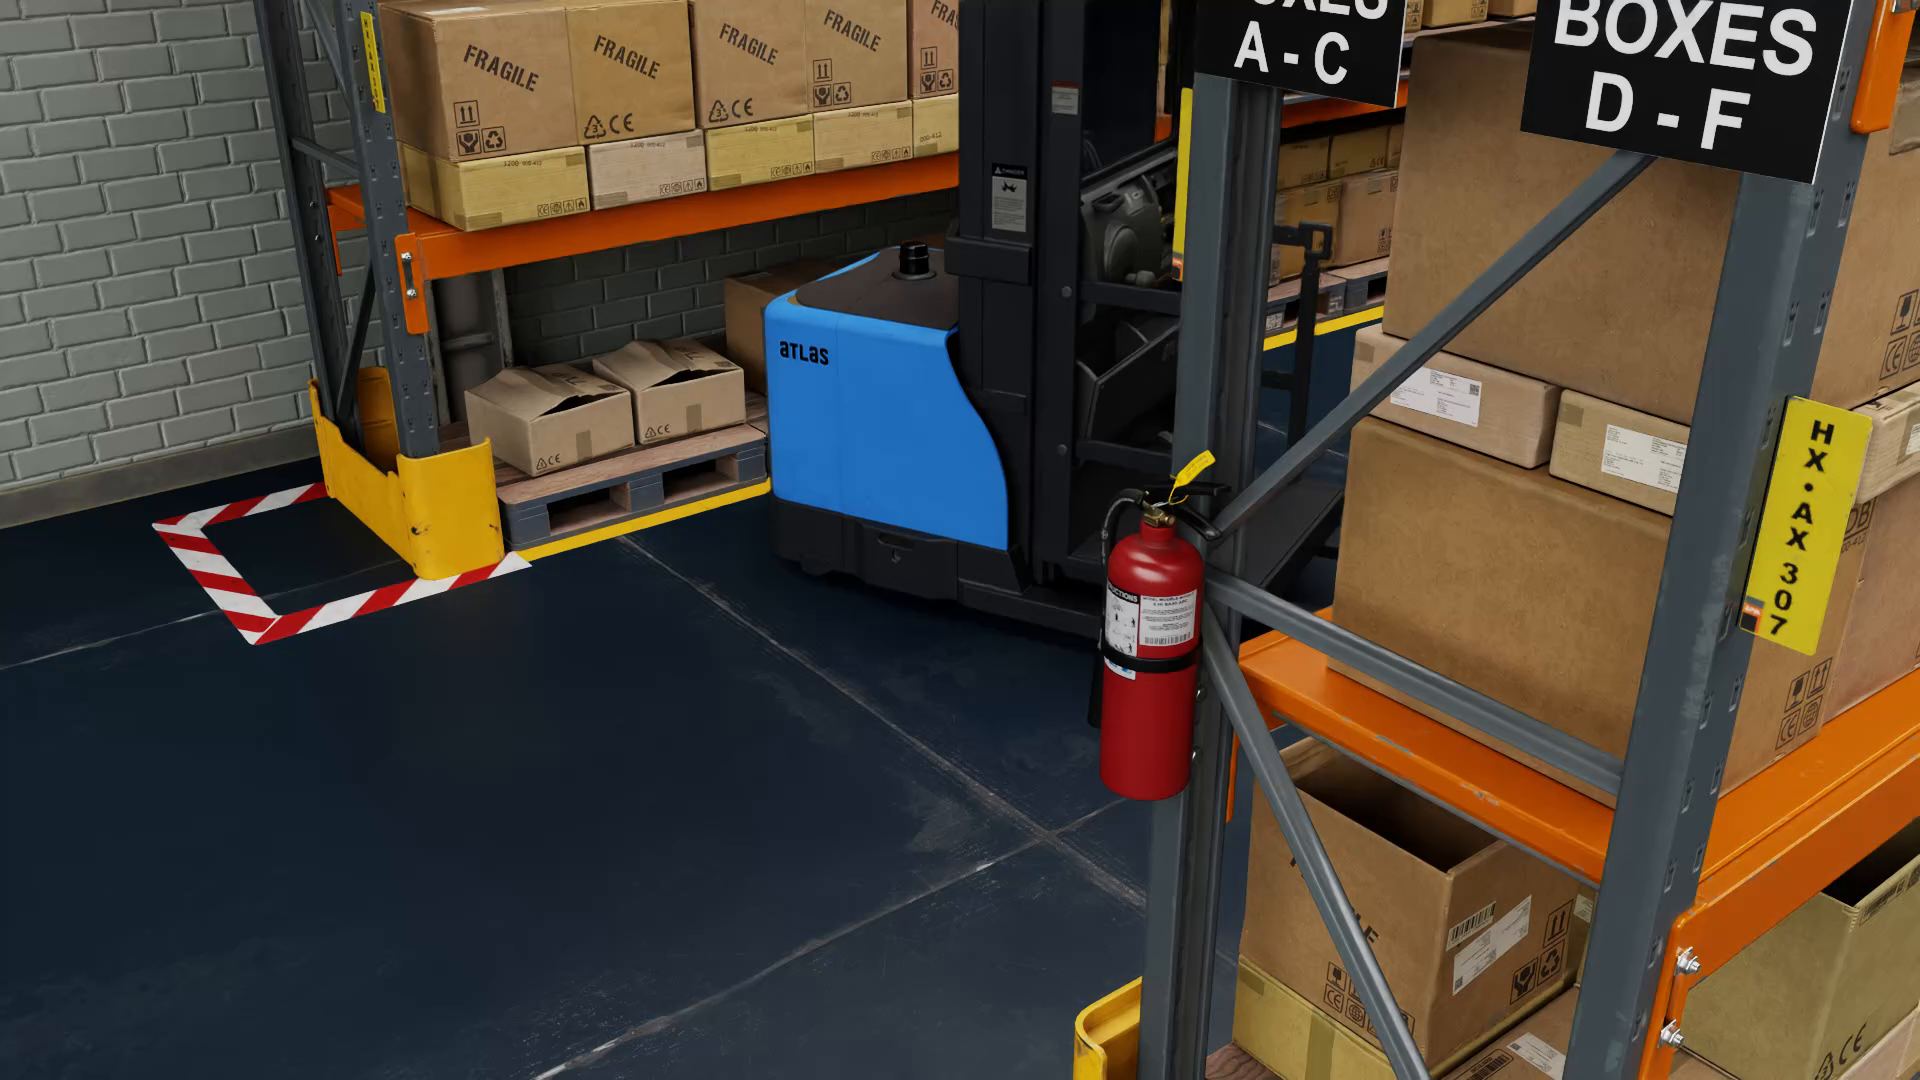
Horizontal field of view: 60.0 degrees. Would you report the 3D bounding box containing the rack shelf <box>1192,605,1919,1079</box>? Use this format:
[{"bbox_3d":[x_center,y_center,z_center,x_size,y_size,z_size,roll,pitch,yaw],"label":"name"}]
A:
[{"bbox_3d":[2.299,0.035,3.966,4.000,0.370,1.077,-18,31,-34],"label":"rack shelf"}]

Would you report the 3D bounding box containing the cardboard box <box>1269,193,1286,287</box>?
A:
[{"bbox_3d":[1.382,-1.714,9.326,0.500,0.500,0.700,-17,30,-32],"label":"cardboard box"}]

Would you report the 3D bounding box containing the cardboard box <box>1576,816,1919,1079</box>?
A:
[{"bbox_3d":[1.677,0.748,3.451,0.500,0.500,0.500,-18,31,-34],"label":"cardboard box"}]

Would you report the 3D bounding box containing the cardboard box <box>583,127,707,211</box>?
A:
[{"bbox_3d":[-1.355,-1.514,6.604,0.500,0.250,0.500,-19,31,-36],"label":"cardboard box"}]

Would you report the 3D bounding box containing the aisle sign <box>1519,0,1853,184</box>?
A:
[{"bbox_3d":[0.862,-0.833,1.893,0.004,0.787,0.394,-18,31,-34],"label":"aisle sign"}]

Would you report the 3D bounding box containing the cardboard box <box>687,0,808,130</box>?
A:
[{"bbox_3d":[-0.968,-1.975,6.706,0.500,0.500,0.500,-19,31,-36],"label":"cardboard box"}]

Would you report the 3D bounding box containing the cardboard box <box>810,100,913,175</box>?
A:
[{"bbox_3d":[-0.551,-1.775,7.166,0.500,0.250,0.500,-18,30,-34],"label":"cardboard box"}]

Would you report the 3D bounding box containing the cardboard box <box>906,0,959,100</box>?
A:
[{"bbox_3d":[-0.160,-2.248,7.295,0.500,0.500,0.500,-19,31,-35],"label":"cardboard box"}]

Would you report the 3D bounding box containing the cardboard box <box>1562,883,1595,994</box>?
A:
[{"bbox_3d":[1.351,0.914,3.986,0.500,0.250,0.500,-18,31,-34],"label":"cardboard box"}]

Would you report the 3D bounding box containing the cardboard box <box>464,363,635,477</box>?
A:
[{"bbox_3d":[-1.735,-0.542,7.026,0.500,0.311,0.500,-23,33,-40],"label":"cardboard box"}]

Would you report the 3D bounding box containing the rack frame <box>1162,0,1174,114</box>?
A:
[{"bbox_3d":[0.813,-2.451,8.468,0.127,3.000,1.000,-18,31,-34],"label":"rack frame"}]

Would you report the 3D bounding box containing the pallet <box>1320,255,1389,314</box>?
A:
[{"bbox_3d":[2.385,-1.708,10.179,1.213,0.211,1.003,-18,31,-34],"label":"pallet"}]

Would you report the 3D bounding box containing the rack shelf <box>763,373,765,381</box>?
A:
[{"bbox_3d":[-0.635,-0.666,6.766,0.258,0.077,0.200,13,28,26],"label":"rack shelf"}]

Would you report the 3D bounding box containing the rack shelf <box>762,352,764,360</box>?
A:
[{"bbox_3d":[-0.635,-0.748,6.729,0.258,0.077,0.200,13,28,26],"label":"rack shelf"}]

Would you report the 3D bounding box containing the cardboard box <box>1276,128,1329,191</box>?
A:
[{"bbox_3d":[1.726,-2.169,9.417,0.500,0.250,0.500,-19,31,-35],"label":"cardboard box"}]

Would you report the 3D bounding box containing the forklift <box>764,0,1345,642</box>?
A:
[{"bbox_3d":[0.808,-1.105,5.649,3.031,2.935,1.130,13,28,26],"label":"forklift"}]

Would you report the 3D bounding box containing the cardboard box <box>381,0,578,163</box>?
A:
[{"bbox_3d":[-1.774,-1.718,6.152,0.500,0.500,0.500,-18,31,-34],"label":"cardboard box"}]

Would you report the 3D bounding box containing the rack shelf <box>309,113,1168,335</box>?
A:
[{"bbox_3d":[-0.761,-1.605,7.500,4.000,0.370,1.077,-18,31,-34],"label":"rack shelf"}]

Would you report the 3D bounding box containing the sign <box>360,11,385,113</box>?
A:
[{"bbox_3d":[-2.000,-1.625,5.660,0.005,0.325,0.100,-18,31,-34],"label":"sign"}]

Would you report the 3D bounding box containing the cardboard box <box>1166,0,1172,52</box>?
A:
[{"bbox_3d":[1.235,-2.817,8.615,0.500,0.500,0.700,-18,30,-34],"label":"cardboard box"}]

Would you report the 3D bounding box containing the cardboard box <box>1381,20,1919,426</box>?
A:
[{"bbox_3d":[1.142,-0.537,2.683,0.500,0.500,0.700,-18,30,-34],"label":"cardboard box"}]

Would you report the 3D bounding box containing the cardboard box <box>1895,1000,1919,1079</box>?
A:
[{"bbox_3d":[2.069,0.958,3.889,0.500,0.250,0.500,-18,31,-34],"label":"cardboard box"}]

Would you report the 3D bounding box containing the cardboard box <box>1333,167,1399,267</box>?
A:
[{"bbox_3d":[2.184,-1.984,9.908,0.500,0.500,0.700,-18,30,-33],"label":"cardboard box"}]

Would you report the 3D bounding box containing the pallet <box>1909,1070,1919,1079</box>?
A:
[{"bbox_3d":[2.260,0.965,4.420,1.213,0.211,1.003,-18,31,-34],"label":"pallet"}]

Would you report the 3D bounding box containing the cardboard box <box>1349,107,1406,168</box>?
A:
[{"bbox_3d":[2.537,-2.429,9.977,0.500,0.250,0.500,-18,31,-34],"label":"cardboard box"}]

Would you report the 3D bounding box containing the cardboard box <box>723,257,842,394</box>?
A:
[{"bbox_3d":[-0.678,-0.950,7.680,0.500,0.500,0.700,-21,32,-37],"label":"cardboard box"}]

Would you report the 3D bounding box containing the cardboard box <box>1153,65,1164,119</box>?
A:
[{"bbox_3d":[0.627,-2.169,8.014,0.500,0.250,0.500,-18,30,-34],"label":"cardboard box"}]

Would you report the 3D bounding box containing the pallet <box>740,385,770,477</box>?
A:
[{"bbox_3d":[-0.654,-0.681,7.968,1.213,0.211,1.003,-18,31,-34],"label":"pallet"}]

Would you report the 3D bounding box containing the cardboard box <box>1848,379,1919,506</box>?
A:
[{"bbox_3d":[1.373,-0.212,2.754,0.250,0.149,0.380,-19,31,-35],"label":"cardboard box"}]

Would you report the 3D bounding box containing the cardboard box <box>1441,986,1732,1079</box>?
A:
[{"bbox_3d":[1.284,1.219,3.327,0.500,0.250,0.500,-18,31,-34],"label":"cardboard box"}]

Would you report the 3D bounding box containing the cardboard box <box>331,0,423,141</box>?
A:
[{"bbox_3d":[-2.095,-1.886,6.514,0.500,0.500,0.500,-19,31,-35],"label":"cardboard box"}]

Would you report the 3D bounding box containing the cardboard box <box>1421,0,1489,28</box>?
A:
[{"bbox_3d":[2.630,-3.279,9.610,0.500,0.500,0.700,-18,31,-34],"label":"cardboard box"}]

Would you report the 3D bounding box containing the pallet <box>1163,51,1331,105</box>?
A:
[{"bbox_3d":[1.504,-2.514,8.833,1.213,0.211,1.003,-18,31,-34],"label":"pallet"}]

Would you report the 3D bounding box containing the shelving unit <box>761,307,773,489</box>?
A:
[{"bbox_3d":[-0.635,-0.533,6.828,0.258,0.900,0.210,13,28,26],"label":"shelving unit"}]

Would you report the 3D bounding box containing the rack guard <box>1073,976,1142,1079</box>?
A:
[{"bbox_3d":[0.706,1.368,3.208,0.348,0.500,1.175,-18,31,-34],"label":"rack guard"}]

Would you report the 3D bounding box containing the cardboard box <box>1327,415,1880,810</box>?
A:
[{"bbox_3d":[1.100,0.066,2.927,0.500,0.500,0.700,-18,31,-34],"label":"cardboard box"}]

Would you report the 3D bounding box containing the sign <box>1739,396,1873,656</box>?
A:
[{"bbox_3d":[1.063,-0.015,2.097,0.005,0.325,0.100,-18,31,-34],"label":"sign"}]

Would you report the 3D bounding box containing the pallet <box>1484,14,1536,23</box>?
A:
[{"bbox_3d":[3.466,-3.183,10.273,1.003,0.211,1.213,-18,31,-34],"label":"pallet"}]
